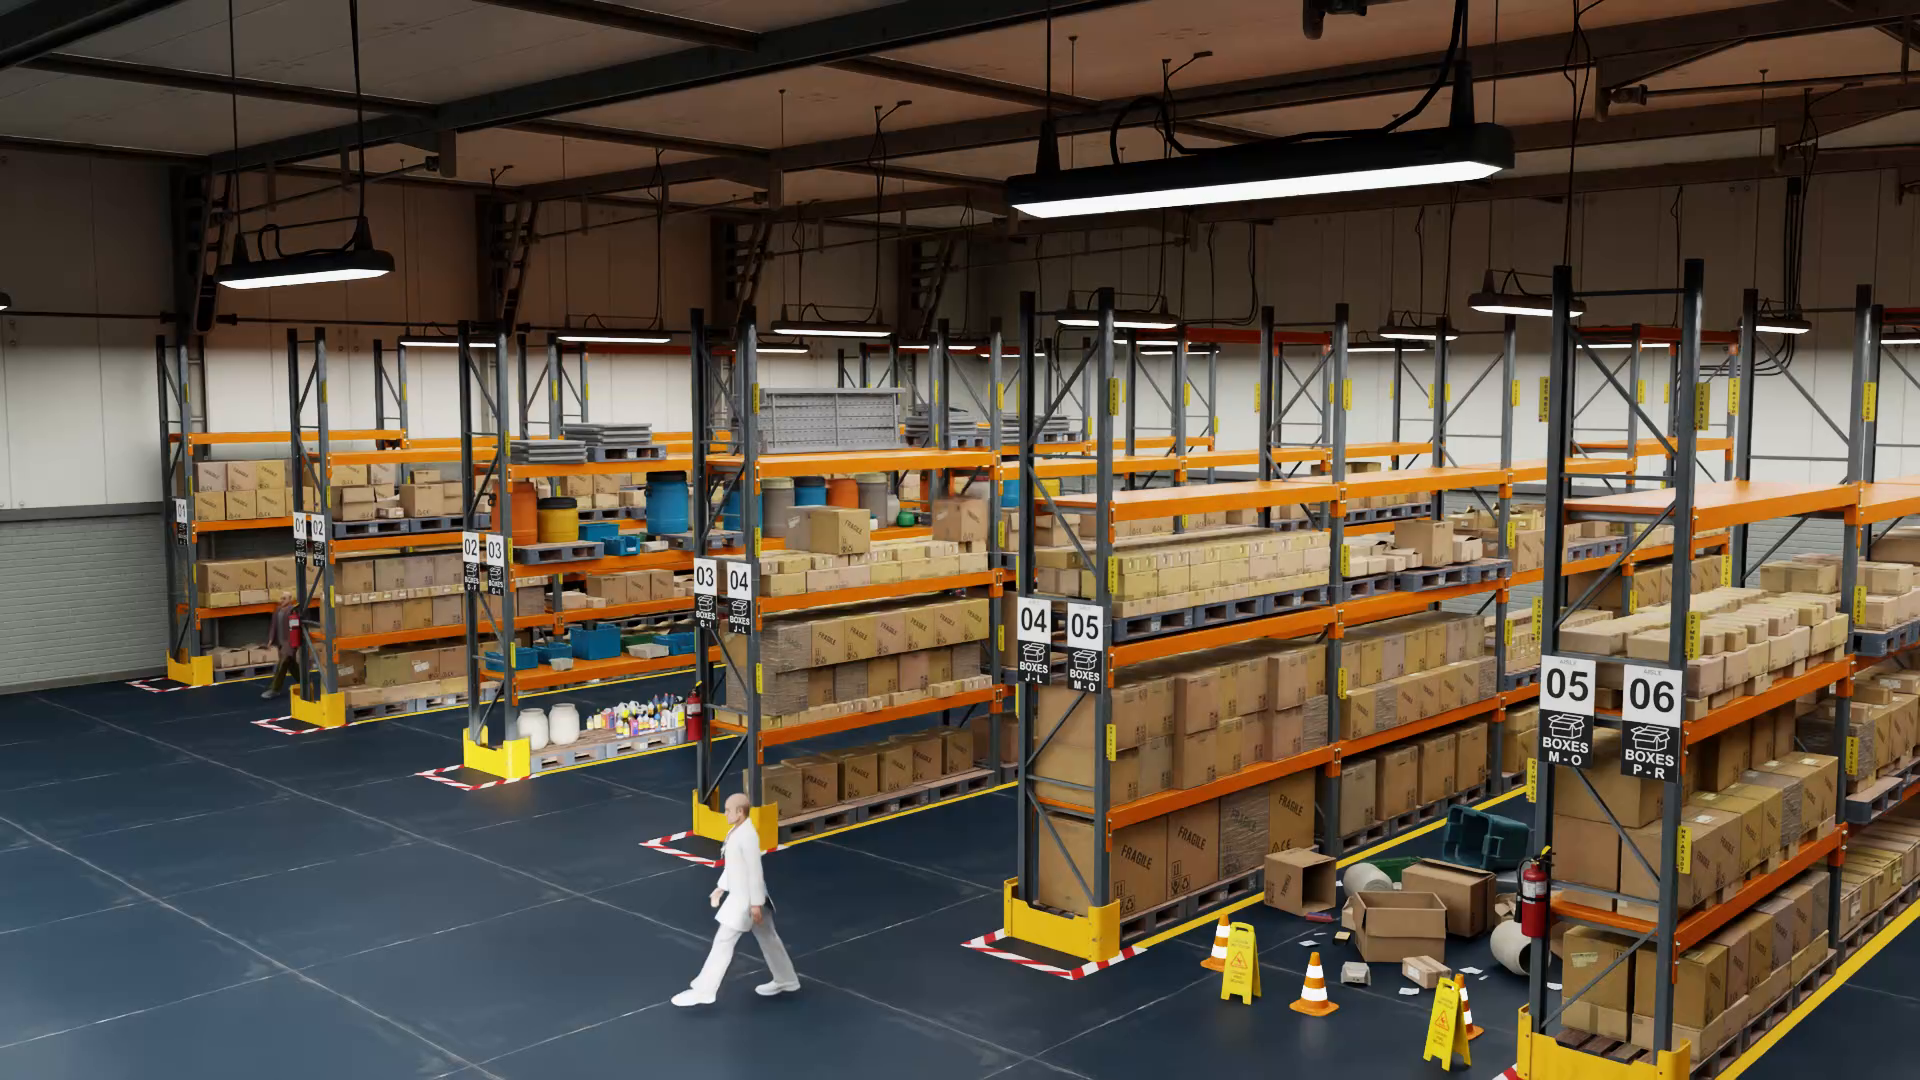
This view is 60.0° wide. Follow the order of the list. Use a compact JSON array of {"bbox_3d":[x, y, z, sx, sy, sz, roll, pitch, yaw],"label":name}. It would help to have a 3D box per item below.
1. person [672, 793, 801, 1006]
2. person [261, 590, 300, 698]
[{"bbox_3d":[-1.870,2.974,13.872,1.063,1.735,0.611,-1,5,-7],"label":"person"},{"bbox_3d":[-11.206,1.700,27.560,0.564,1.725,1.063,3,6,27],"label":"person"}]
